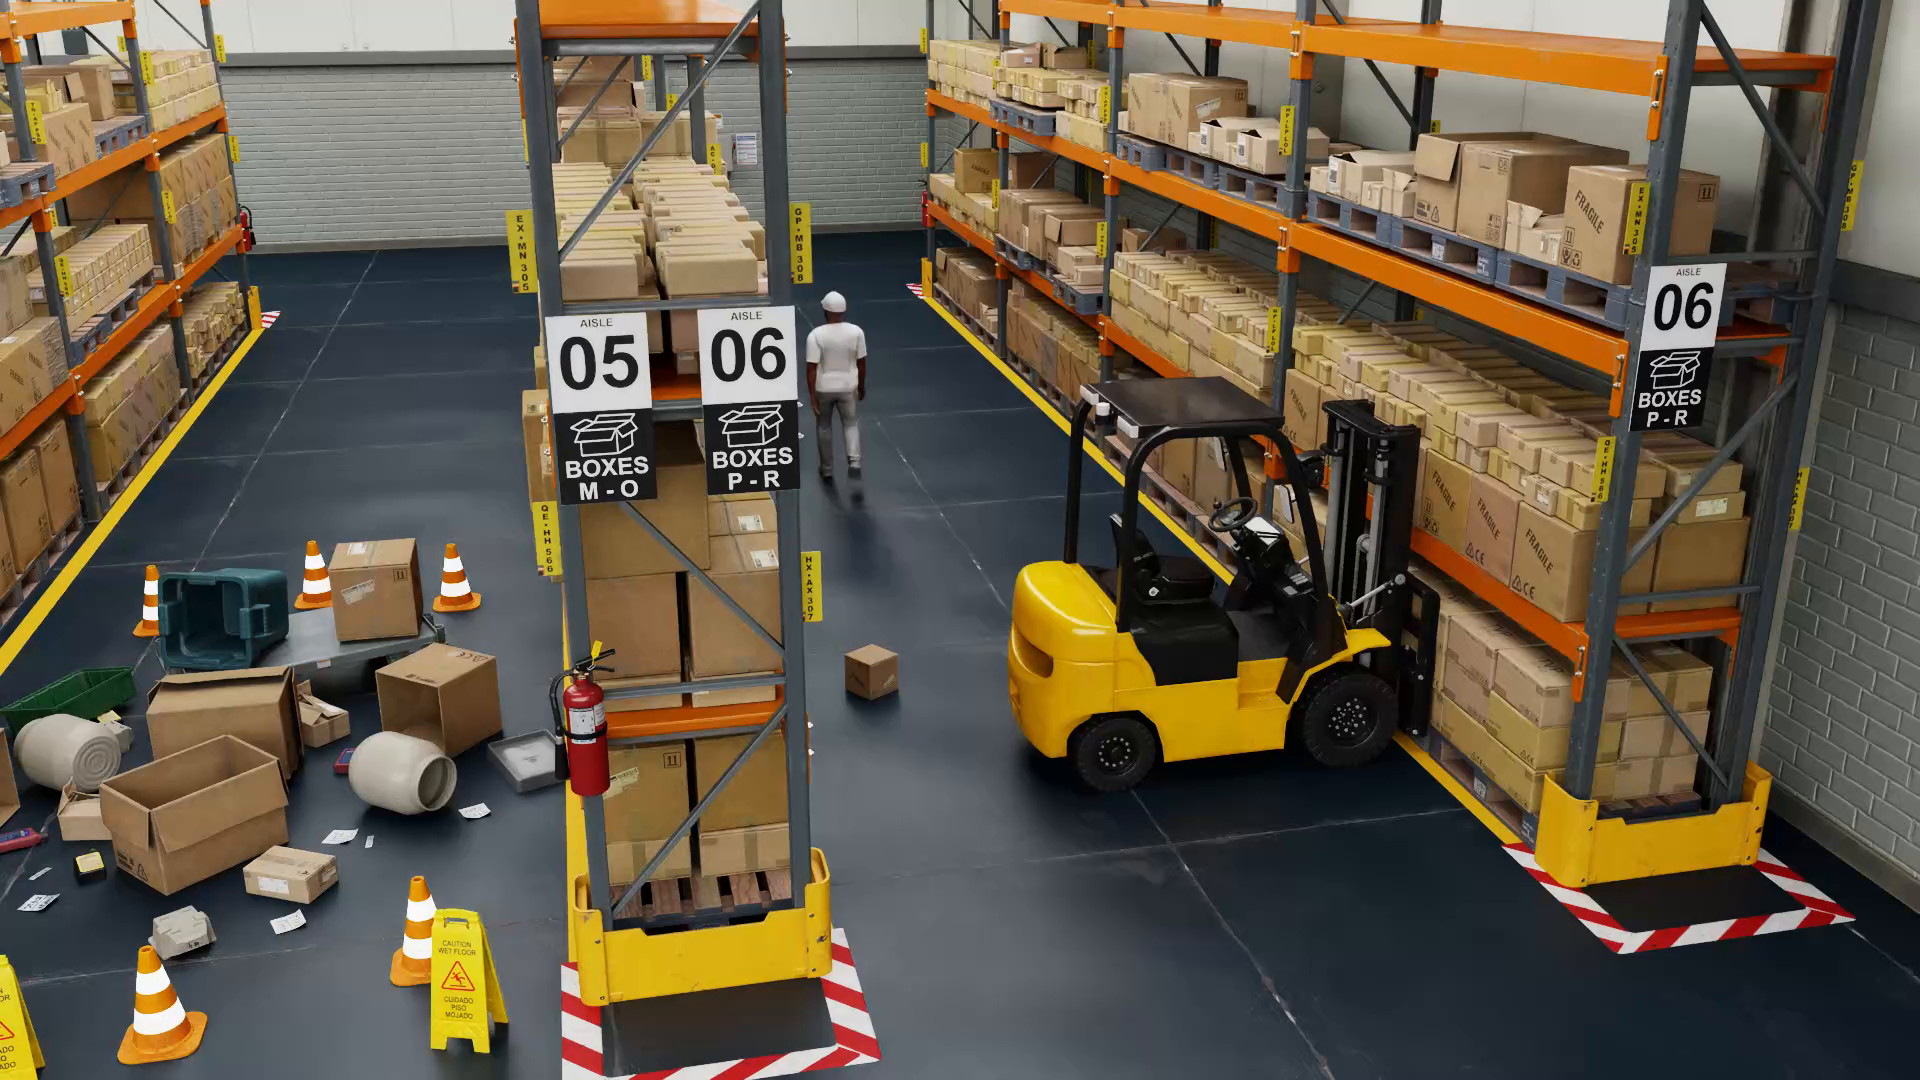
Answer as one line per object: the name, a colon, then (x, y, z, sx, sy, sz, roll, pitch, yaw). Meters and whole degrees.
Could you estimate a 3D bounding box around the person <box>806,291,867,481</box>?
person: (-1.103, -1.359, 14.858, 0.557, 1.737, 0.872, -4, 20, -11)
